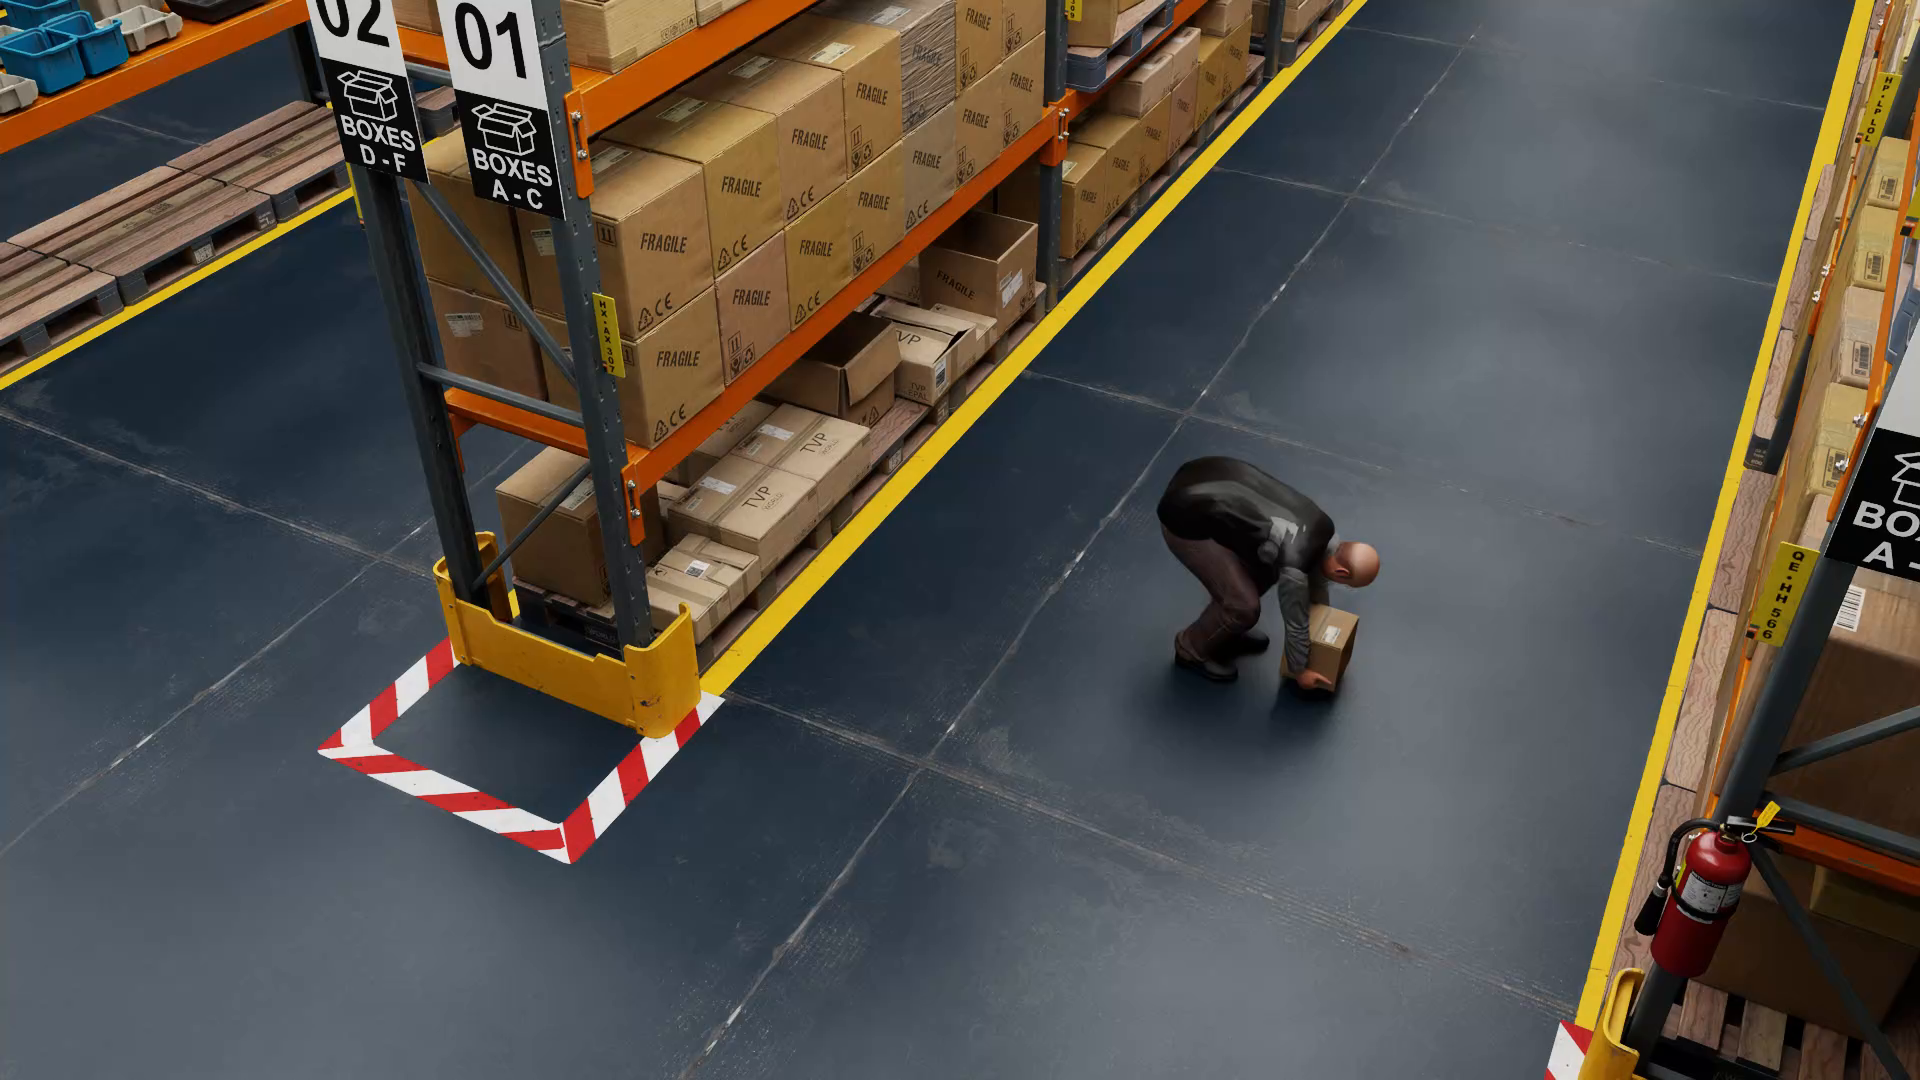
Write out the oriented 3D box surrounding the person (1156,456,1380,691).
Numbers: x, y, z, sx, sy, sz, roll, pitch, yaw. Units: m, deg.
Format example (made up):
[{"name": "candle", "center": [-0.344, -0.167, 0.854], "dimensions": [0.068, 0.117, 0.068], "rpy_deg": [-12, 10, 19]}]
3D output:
[{"name": "person", "center": [1.306, 0.151, 7.162], "dimensions": [0.946, 1.001, 0.492], "rpy_deg": [16, 40, 19]}]
